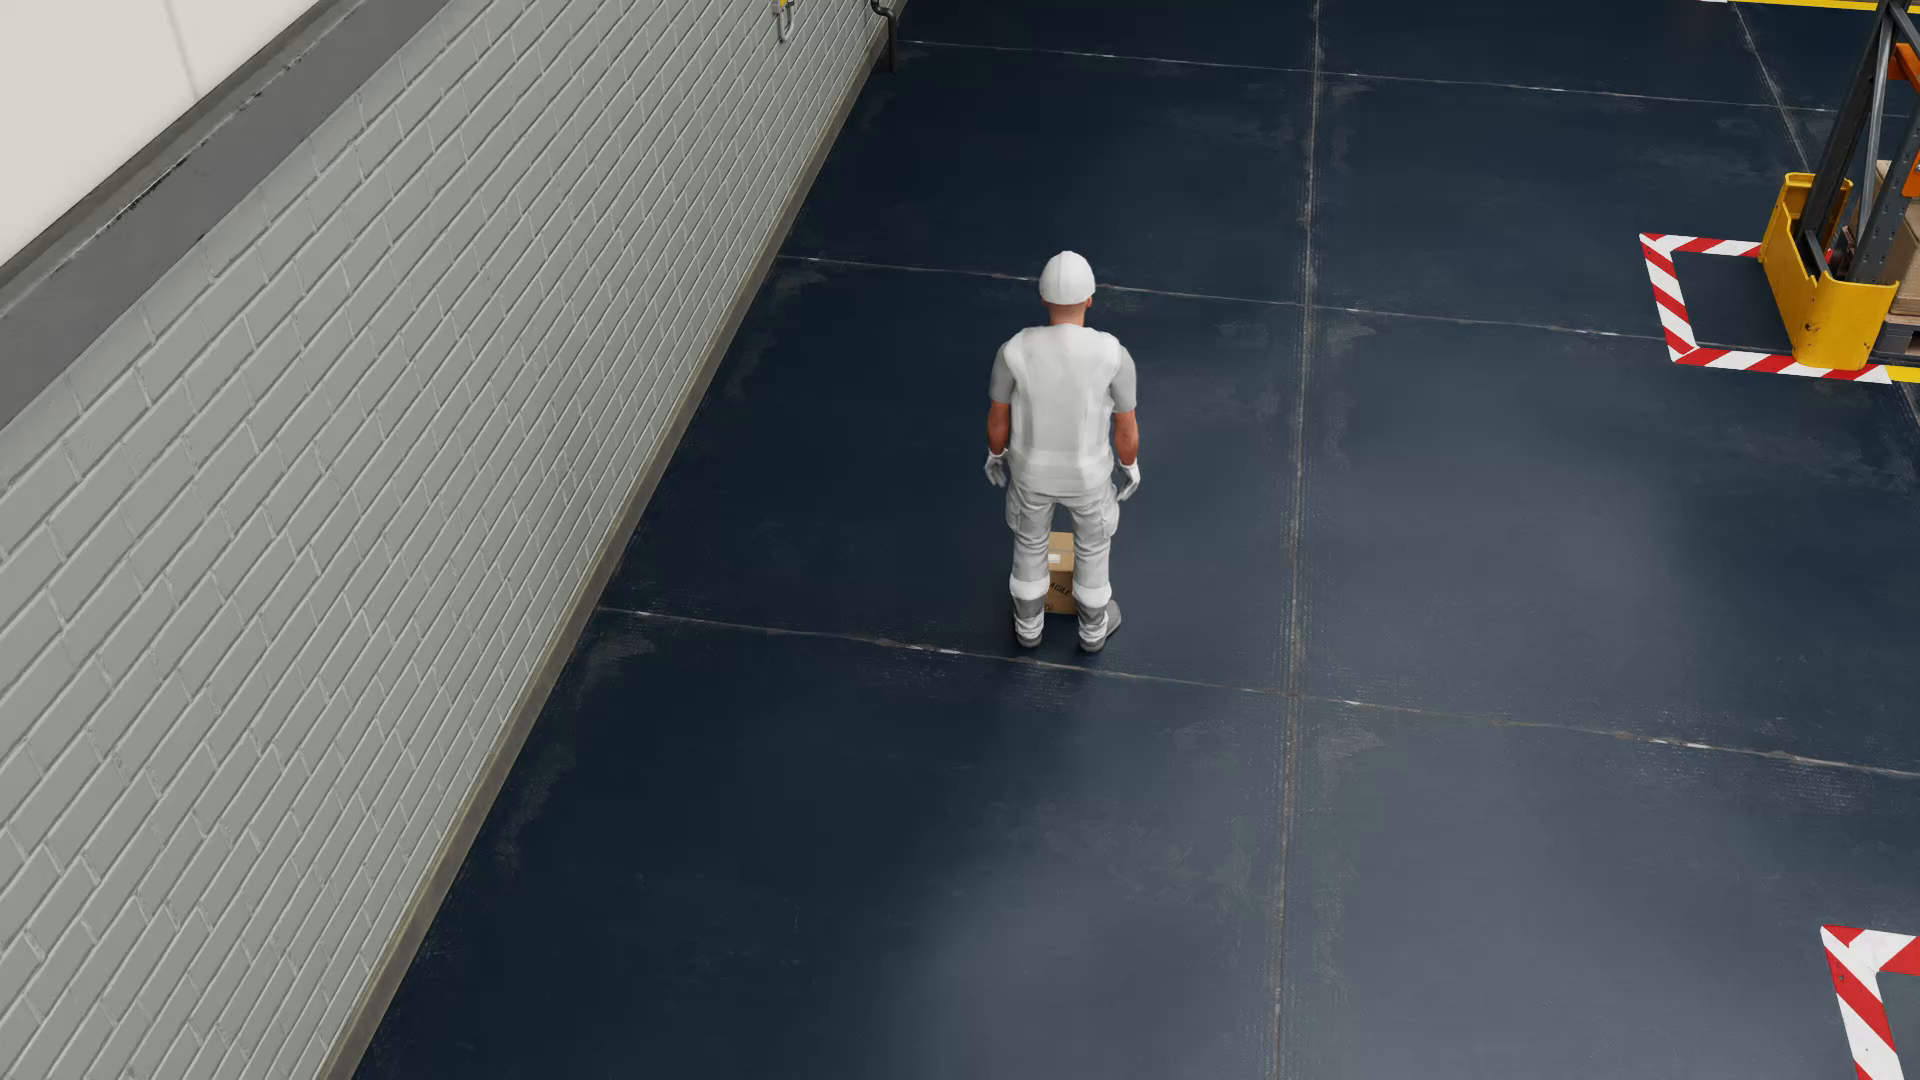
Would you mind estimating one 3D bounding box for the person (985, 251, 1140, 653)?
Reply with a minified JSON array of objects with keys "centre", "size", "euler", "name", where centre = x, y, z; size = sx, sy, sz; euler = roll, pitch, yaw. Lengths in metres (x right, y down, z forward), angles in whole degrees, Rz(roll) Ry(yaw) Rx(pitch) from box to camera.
[{"centre":[0.401,-0.299,6.500],"size":[0.611,1.779,0.455],"euler":[6,41,7],"name":"person"}]
